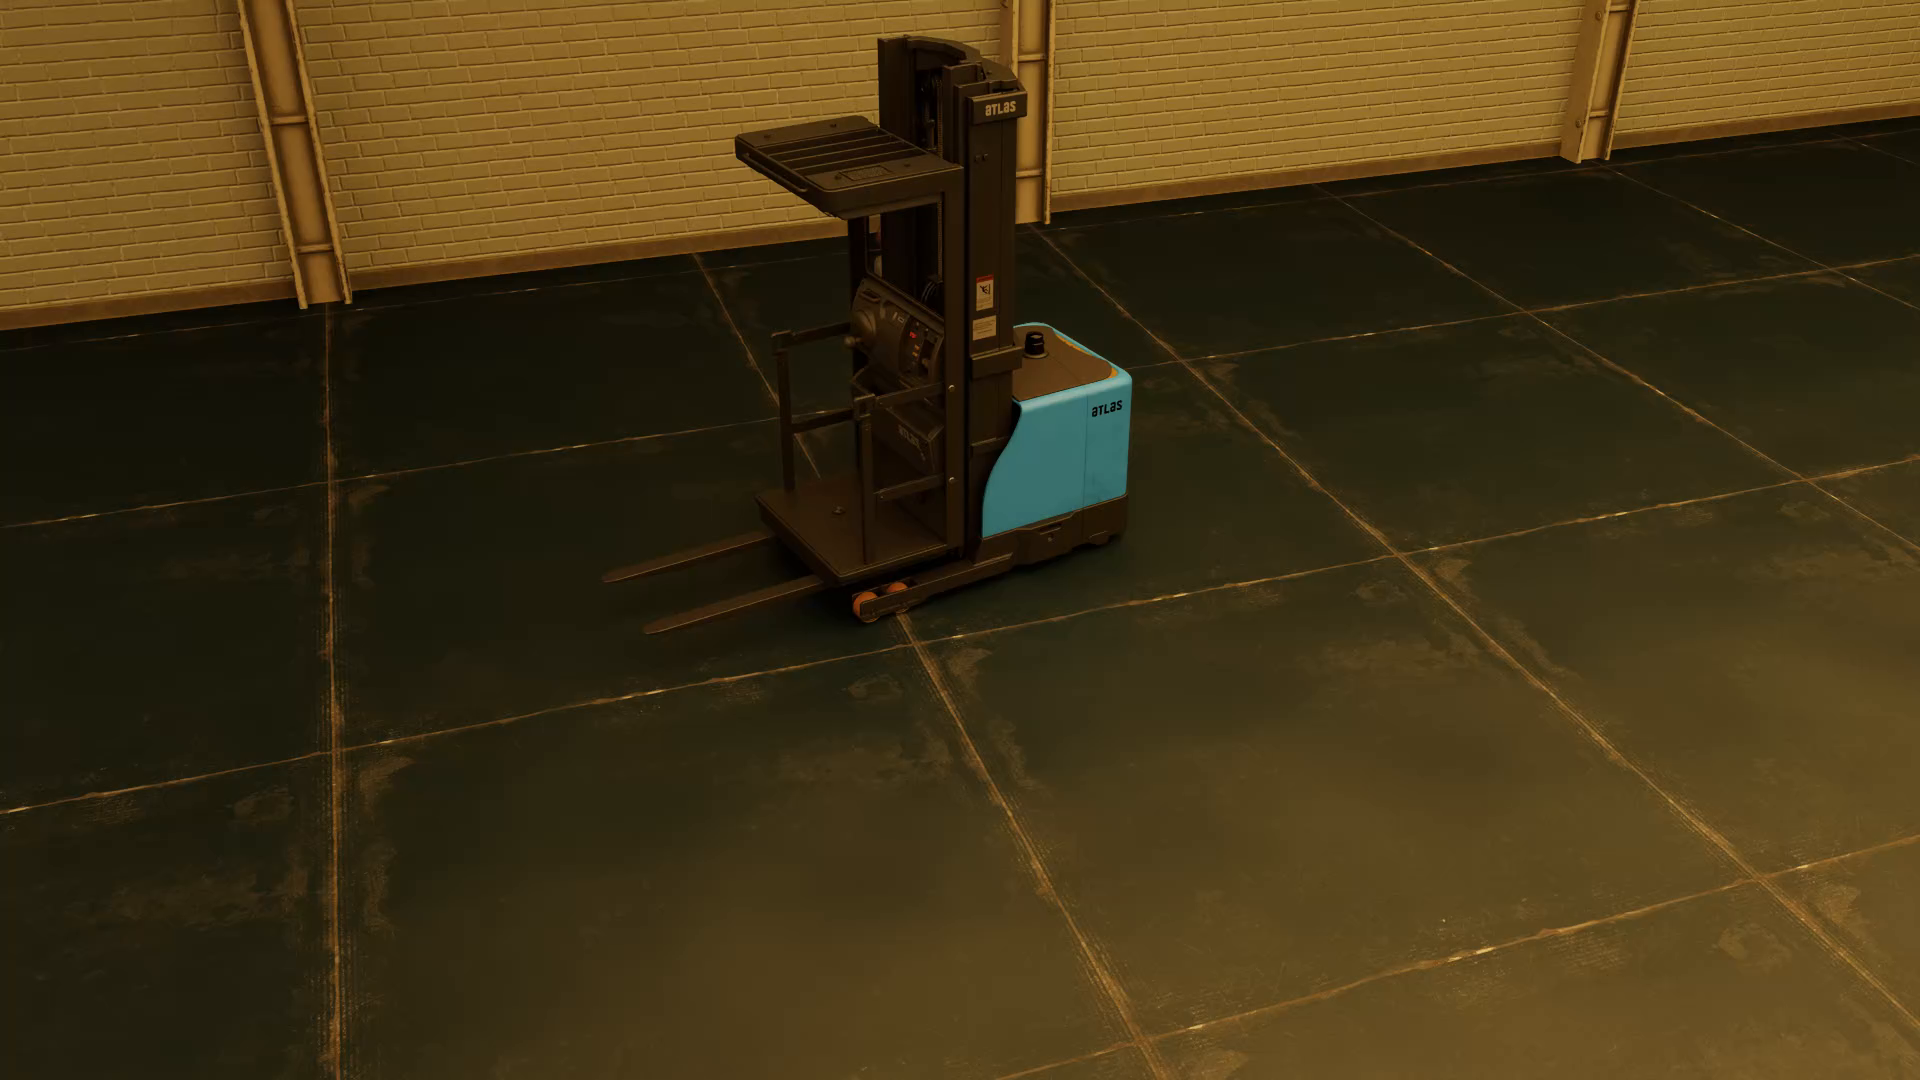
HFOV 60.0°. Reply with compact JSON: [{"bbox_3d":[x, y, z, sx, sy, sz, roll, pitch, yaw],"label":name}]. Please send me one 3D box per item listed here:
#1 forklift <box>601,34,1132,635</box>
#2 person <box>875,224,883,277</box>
[{"bbox_3d":[-0.524,-1.114,9.022,3.031,2.935,1.130,-17,34,-27],"label":"forklift"},{"bbox_3d":[-0.290,-1.275,10.626,0.475,1.597,0.520,-7,31,-12],"label":"person"}]
